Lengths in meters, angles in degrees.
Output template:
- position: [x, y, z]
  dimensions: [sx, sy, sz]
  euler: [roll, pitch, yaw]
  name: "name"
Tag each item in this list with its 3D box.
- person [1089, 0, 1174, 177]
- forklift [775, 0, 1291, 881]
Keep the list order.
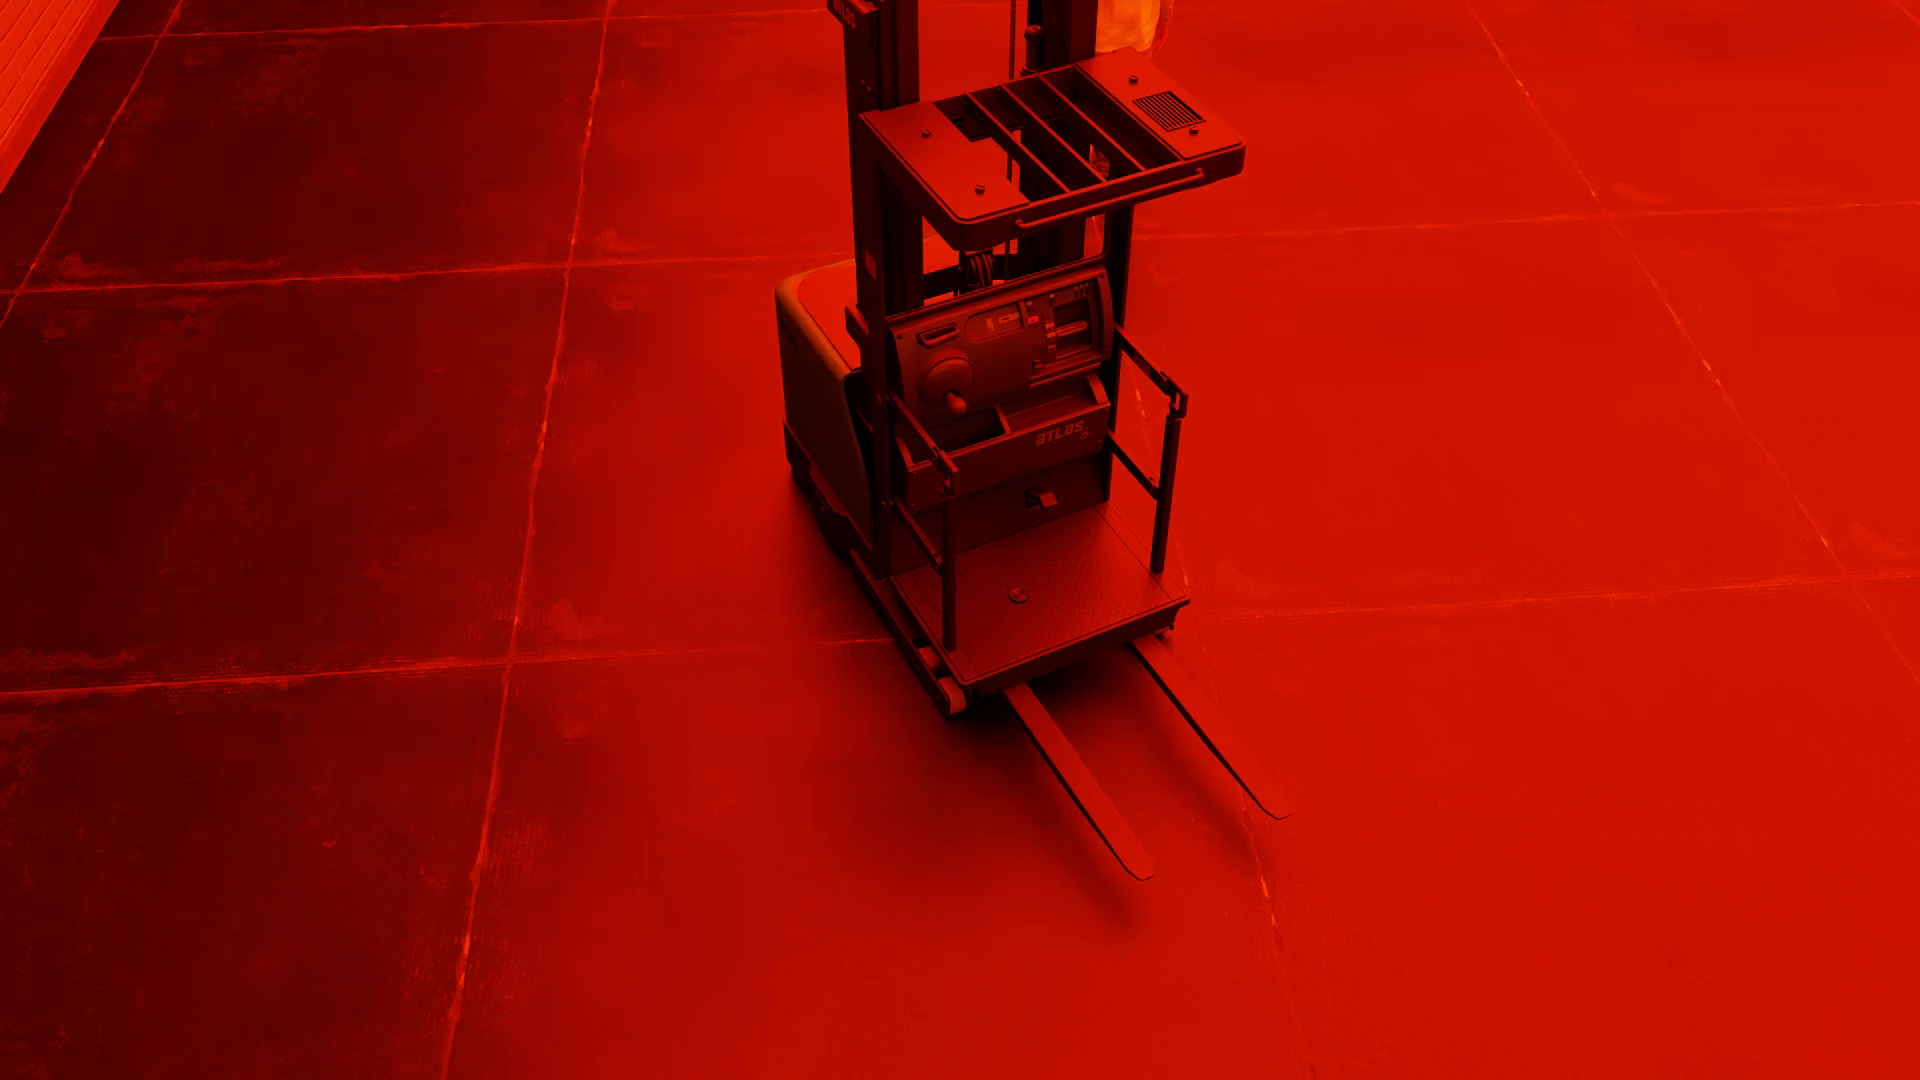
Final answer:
- position: [0.883, -2.903, 9.470]
  dimensions: [0.634, 1.775, 0.567]
  euler: [-5, 44, -6]
  name: "person"
- position: [0.276, -0.684, 6.325]
  dimensions: [1.130, 2.935, 3.031]
  euler: [-19, 47, -19]
  name: "forklift"
